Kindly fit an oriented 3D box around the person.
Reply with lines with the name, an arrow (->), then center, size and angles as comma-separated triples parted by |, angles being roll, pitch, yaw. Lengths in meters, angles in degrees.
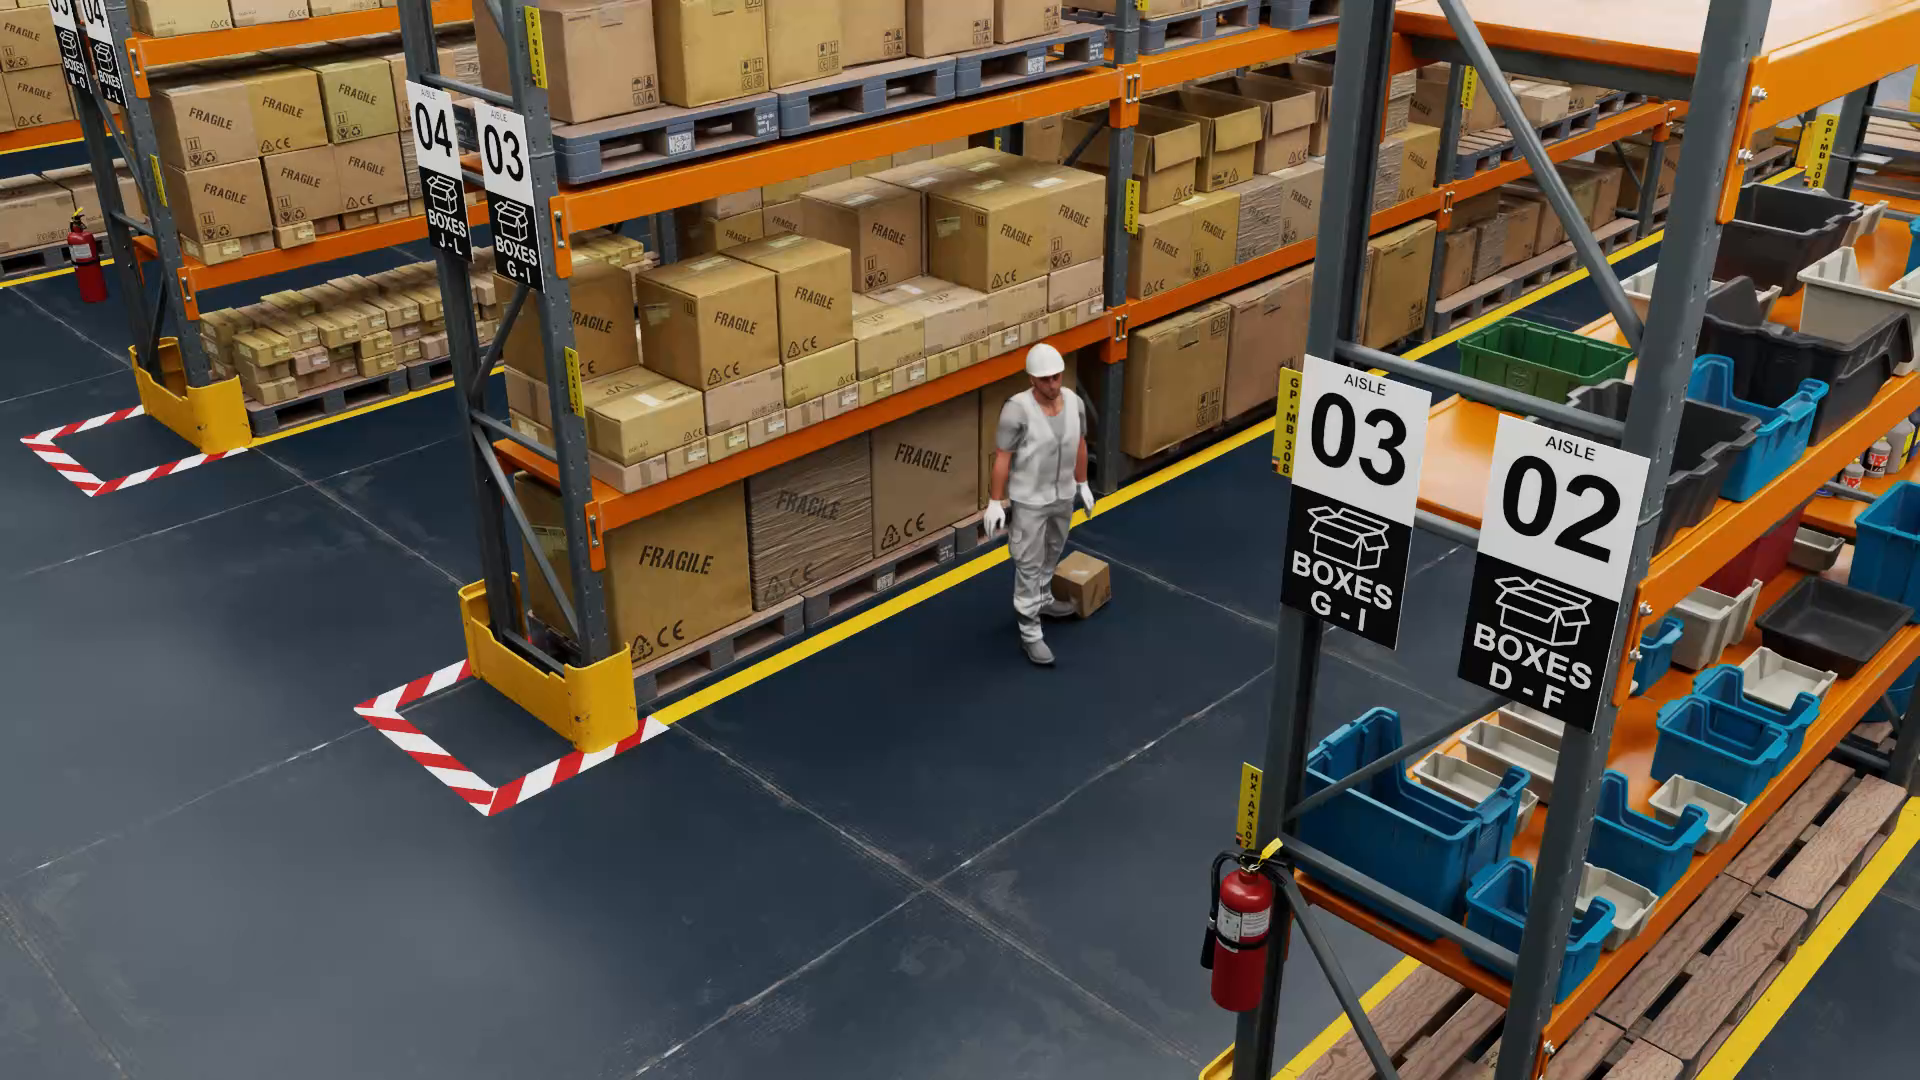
person -> 0.441, -0.222, 9.013 | 0.721, 1.791, 0.577 | -18, 32, -30
